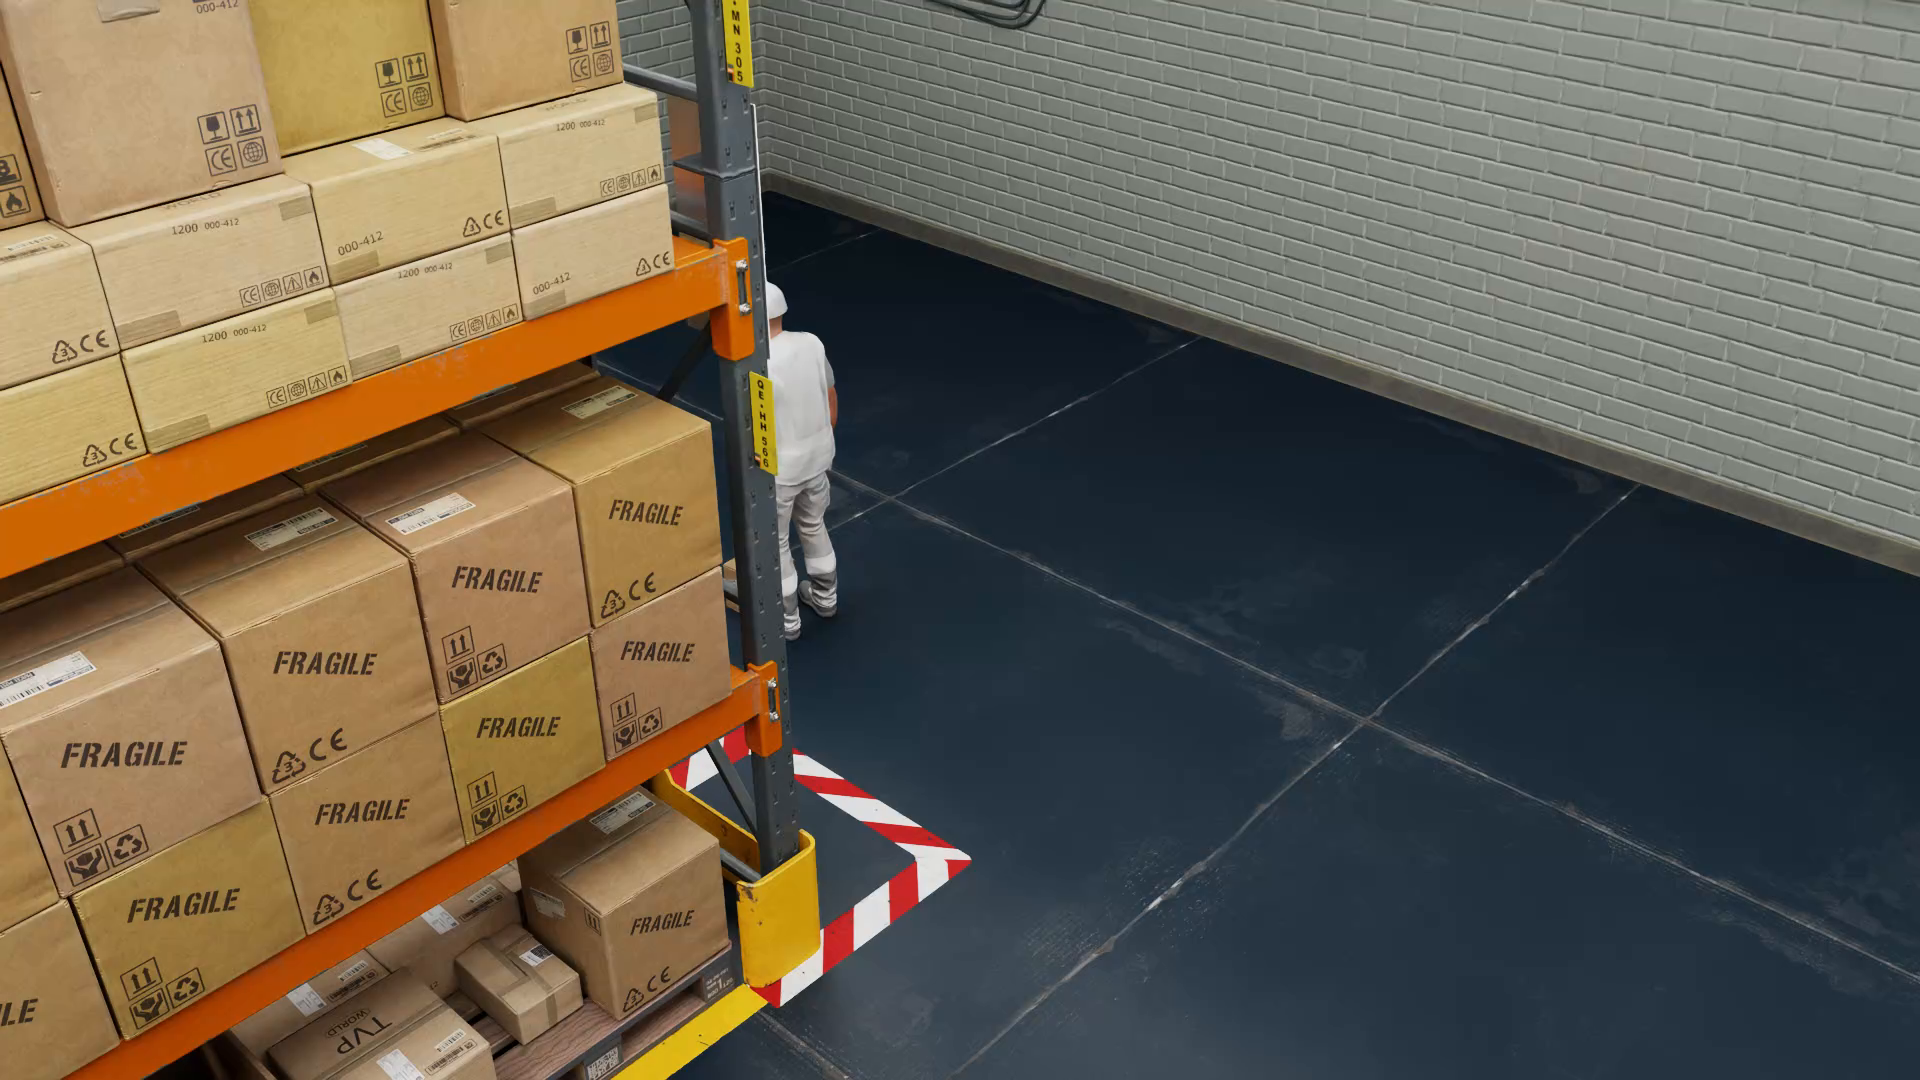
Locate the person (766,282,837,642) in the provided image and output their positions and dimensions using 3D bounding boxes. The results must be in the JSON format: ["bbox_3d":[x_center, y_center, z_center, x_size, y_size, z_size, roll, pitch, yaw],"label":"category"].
[{"bbox_3d":[-0.814,-0.361,7.720,0.453,1.778,0.604,25,39,35],"label":"person"}]
